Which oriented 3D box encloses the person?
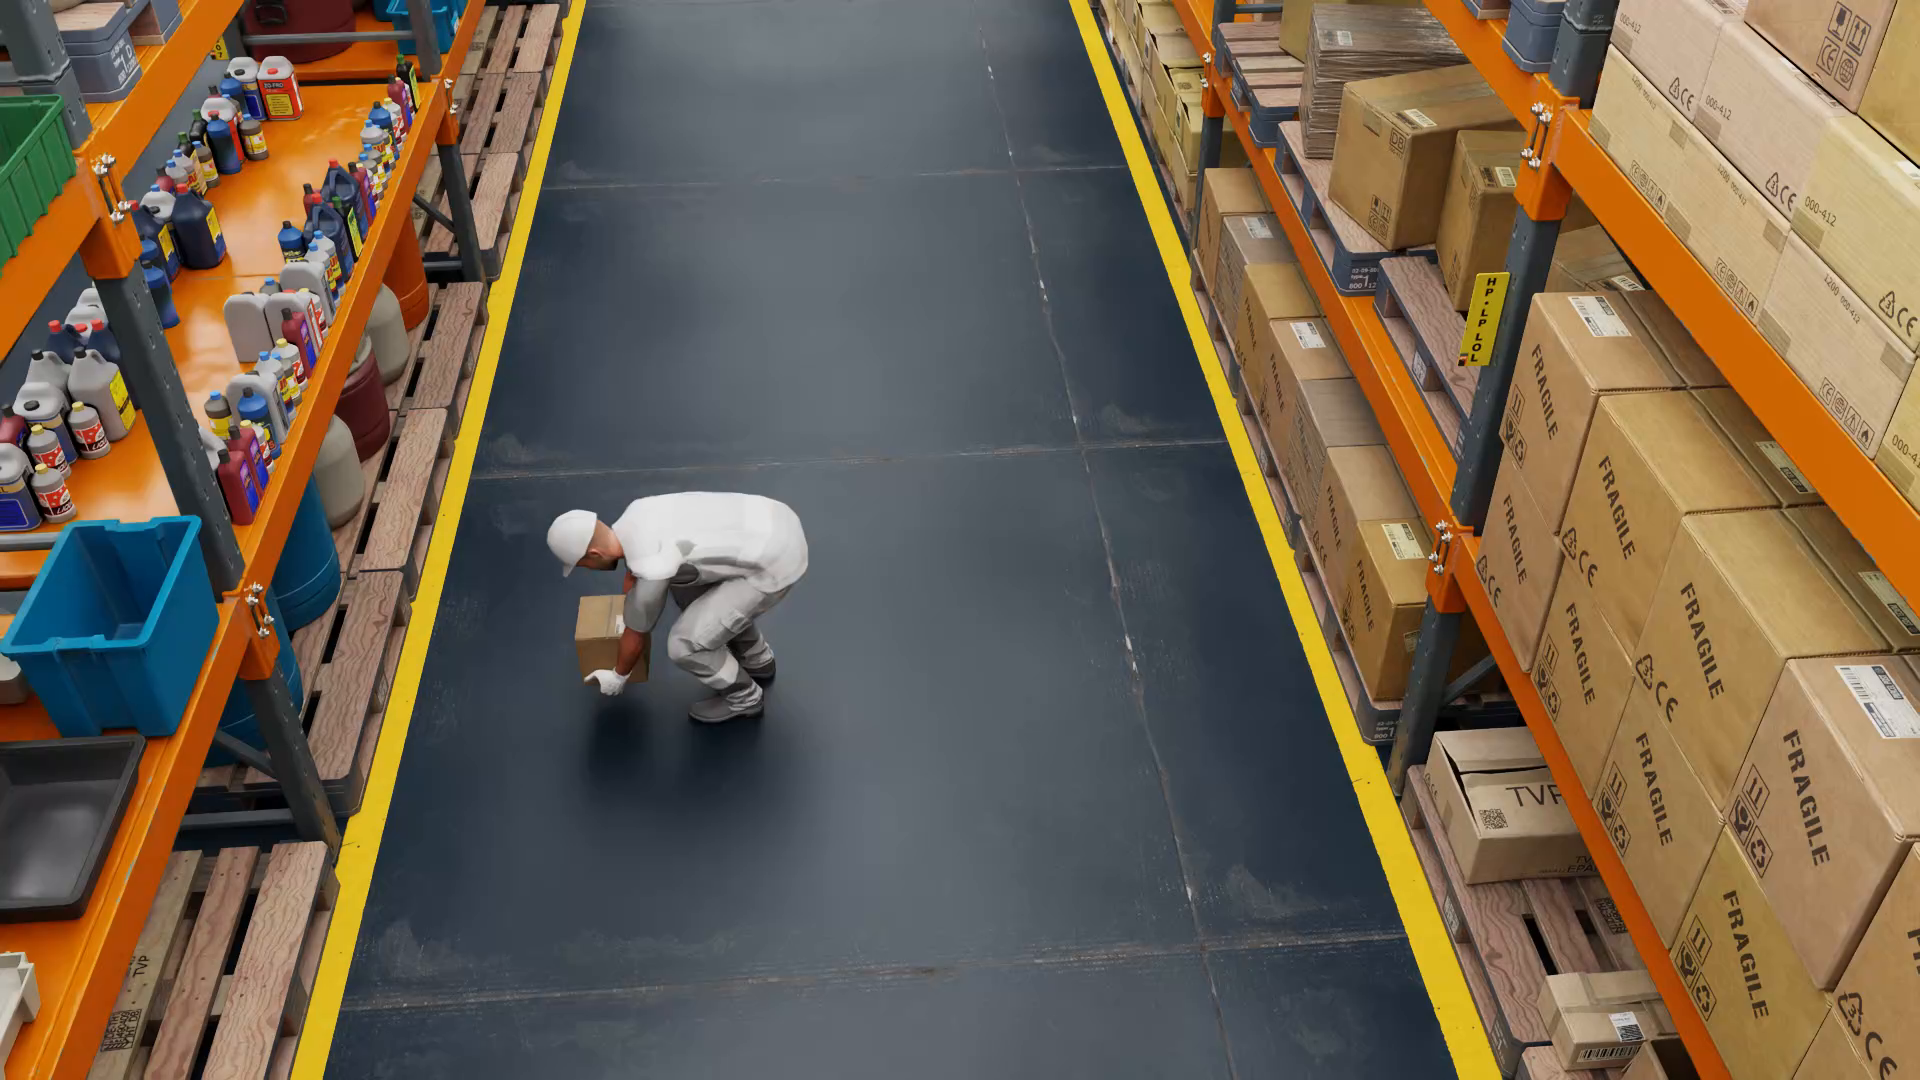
[{"bbox_3d":[-1.055,0.251,6.456,0.955,0.995,0.525,-5,39,-6],"label":"person"}]
